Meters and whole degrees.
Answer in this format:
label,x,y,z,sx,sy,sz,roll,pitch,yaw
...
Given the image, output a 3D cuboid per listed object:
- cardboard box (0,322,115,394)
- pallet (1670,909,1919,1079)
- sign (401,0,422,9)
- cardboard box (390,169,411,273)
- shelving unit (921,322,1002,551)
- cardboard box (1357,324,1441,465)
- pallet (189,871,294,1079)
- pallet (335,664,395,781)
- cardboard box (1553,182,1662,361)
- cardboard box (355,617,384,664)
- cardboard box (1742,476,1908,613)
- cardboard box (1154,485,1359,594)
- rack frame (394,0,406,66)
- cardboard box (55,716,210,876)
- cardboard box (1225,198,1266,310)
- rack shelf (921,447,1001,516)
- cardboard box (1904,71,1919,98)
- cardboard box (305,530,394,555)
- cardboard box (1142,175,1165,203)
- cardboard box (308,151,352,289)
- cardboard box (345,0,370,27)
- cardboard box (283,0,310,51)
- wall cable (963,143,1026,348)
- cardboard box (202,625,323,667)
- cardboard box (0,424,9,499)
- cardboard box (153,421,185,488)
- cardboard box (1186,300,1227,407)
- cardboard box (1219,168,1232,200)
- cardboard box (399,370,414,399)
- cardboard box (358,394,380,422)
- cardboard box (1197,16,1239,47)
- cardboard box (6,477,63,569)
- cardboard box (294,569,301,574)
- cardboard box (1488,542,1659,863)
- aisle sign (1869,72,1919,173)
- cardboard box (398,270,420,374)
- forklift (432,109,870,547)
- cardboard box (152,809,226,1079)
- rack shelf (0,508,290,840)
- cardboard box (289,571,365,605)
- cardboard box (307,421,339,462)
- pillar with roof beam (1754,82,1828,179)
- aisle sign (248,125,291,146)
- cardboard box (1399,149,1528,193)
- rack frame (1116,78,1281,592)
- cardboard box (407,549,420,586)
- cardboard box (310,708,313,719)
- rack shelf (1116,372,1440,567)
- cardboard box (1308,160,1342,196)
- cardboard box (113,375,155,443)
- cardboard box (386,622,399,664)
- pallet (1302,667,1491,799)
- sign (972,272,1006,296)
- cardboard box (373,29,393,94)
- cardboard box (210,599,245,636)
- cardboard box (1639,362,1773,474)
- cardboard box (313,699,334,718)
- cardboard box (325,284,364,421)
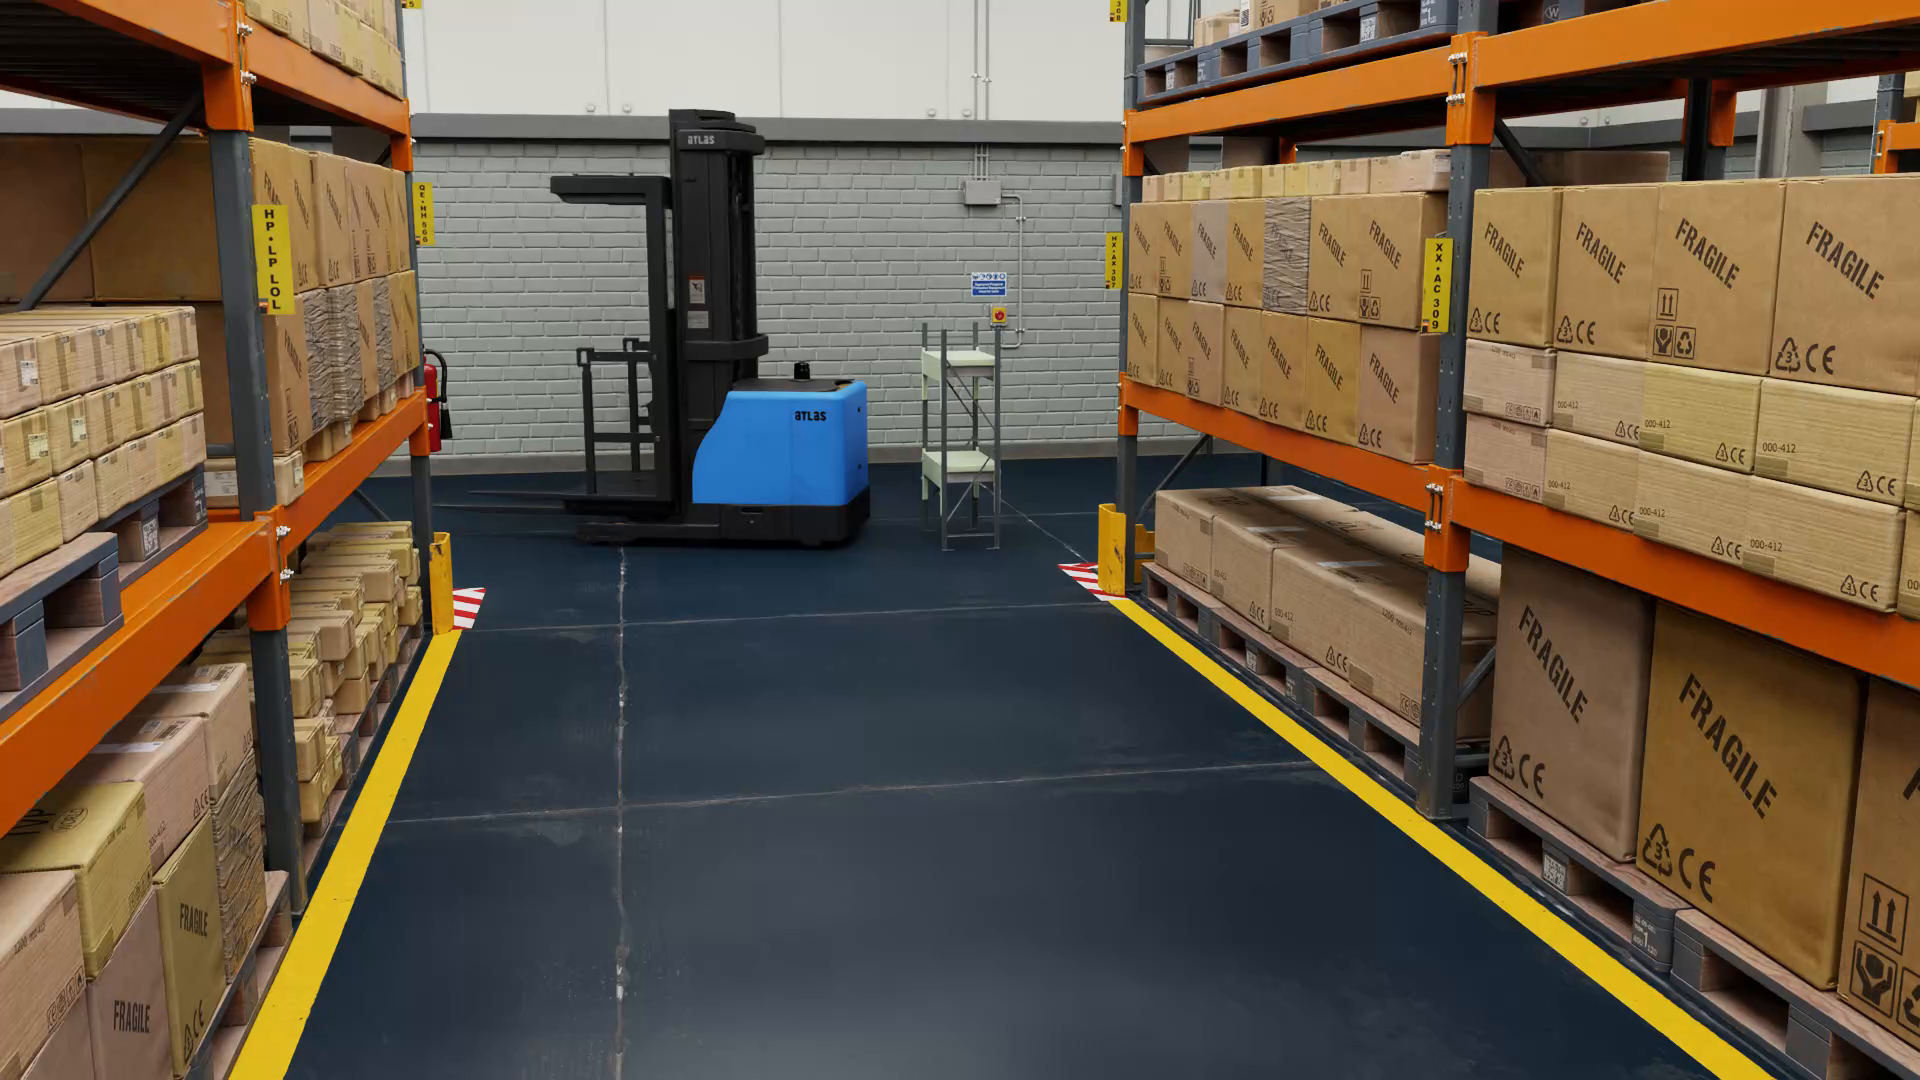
label,x,y,z,sx,sy,sz,roll,pitch,yaw
cardboard box,-2.189,-0.418,3.826,0.380,0.149,0.250,-2,11,-11
pallet,2.689,1.280,4.405,1.003,0.211,1.213,-2,11,-11
sign,-2.841,-2.913,8.586,0.100,0.325,0.005,-2,11,-11
cardboard box,-3.057,-1.599,8.339,0.500,0.500,0.500,-2,11,-12
shelving unit,0.001,-0.736,11.550,0.431,1.500,0.755,-2,11,-11
cardboard box,1.883,-0.577,6.440,0.500,0.500,0.500,-2,11,-10
pallet,-2.459,1.259,4.519,1.003,0.211,1.213,-2,11,-11
pallet,-3.018,0.770,7.087,1.003,0.211,1.213,-2,11,-11
cardboard box,2.154,-0.809,4.985,0.500,0.500,0.500,-2,11,-11
cardboard box,-2.678,0.434,7.101,0.380,0.149,0.250,-2,11,-10
cardboard box,2.325,-0.007,4.112,0.500,0.250,0.500,-2,11,-12
cardboard box,1.673,-0.016,9.489,0.875,0.438,0.875,-3,11,-13
rack frame,-3.390,-3.935,8.302,1.000,3.000,0.127,-2,11,-11
cardboard box,-2.132,0.622,3.965,0.500,0.250,0.500,-2,11,-8
cardboard box,1.573,-1.348,7.814,0.500,0.500,0.500,-2,11,-11
rack shelf,0.001,-0.415,11.611,0.431,0.370,0.720,-2,11,-11
cardboard box,6.133,-2.822,10.084,0.500,0.250,0.500,-2,11,-12
cardboard box,-3.046,0.050,8.320,0.380,0.149,0.250,-2,11,-10
cardboard box,1.244,-1.970,9.347,0.380,0.149,0.250,-2,11,-10
cardboard box,-2.644,-1.220,6.347,0.500,0.500,0.500,-2,11,-10
cardboard box,-2.853,-2.370,7.168,0.500,0.250,0.500,-2,11,-10
cardboard box,-2.549,-1.840,5.719,0.500,0.250,0.500,-2,11,-12
wall cable,0.327,-2.734,15.237,0.585,1.953,0.123,-2,11,-11
cardboard box,-2.642,0.433,6.309,0.380,0.149,0.250,-2,11,-12
cardboard box,-2.039,-0.131,3.114,0.380,0.149,0.250,-2,11,-9
cardboard box,-2.289,-0.224,4.397,0.380,0.149,0.250,-2,11,-11
cardboard box,1.465,-0.951,8.403,0.500,0.500,0.500,-2,11,-11
cardboard box,1.482,-1.731,8.094,0.380,0.149,0.250,-2,11,-10
cardboard box,-3.049,-0.815,8.626,0.380,0.149,0.250,-2,11,-11
cardboard box,-2.879,-0.627,7.639,0.380,0.149,0.250,-3,11,-14
cardboard box,1.432,-2.584,8.508,0.380,0.149,0.250,-2,11,-9
cardboard box,-2.084,-0.032,3.393,0.380,0.149,0.250,-2,11,-9
cardboard box,-3.540,0.166,8.508,0.380,0.149,0.250,-2,11,-9
cardboard box,2.423,0.496,5.629,0.875,0.875,0.875,-2,11,-9
aisle sign,6.013,-2.646,10.624,0.394,0.787,0.004,-2,11,-11
cardboard box,-3.050,-1.110,8.442,0.500,0.500,0.500,-2,11,-10
forklift,-2.214,-1.492,11.697,3.031,2.935,1.130,1,11,7
cardboard box,-2.121,0.988,4.043,0.500,0.500,0.500,-2,11,-12
rack shelf,-2.223,0.466,3.148,1.077,0.370,4.000,-2,11,-11
cardboard box,-2.833,0.243,7.309,0.380,0.149,0.250,-3,11,-13
cardboard box,-2.604,-0.385,6.367,0.380,0.149,0.250,-2,11,-10
pillar with roof beam,2.451,-4.685,12.245,9.100,9.000,0.400,-2,11,-11
aisle sign,-3.698,-2.267,8.633,0.394,0.787,0.004,-2,11,-11
cardboard box,1.852,-1.356,6.124,0.380,0.149,0.250,-2,11,-12
rack frame,1.446,-1.186,9.906,1.000,3.000,0.127,-2,11,-11
cardboard box,-3.007,0.147,8.608,0.380,0.149,0.250,-2,11,-13
cardboard box,-2.588,0.629,6.073,0.380,0.149,0.250,-2,11,-11
rack shelf,1.835,-0.466,8.046,1.077,0.370,4.000,-2,11,-11
cardboard box,1.718,-1.545,7.116,0.380,0.149,0.250,-2,11,-11
cardboard box,-2.243,-0.323,4.126,0.380,0.149,0.250,-2,11,-9
cardboard box,-2.795,0.480,7.654,0.380,0.149,0.250,-3,11,-14
pallet,2.153,0.775,7.060,1.003,0.211,1.213,-2,11,-11
sign,0.267,-2.362,15.359,0.327,0.218,0.001,-2,11,-11
cardboard box,-2.935,-2.220,7.718,0.500,0.250,0.500,-2,11,-11
cardboard box,-3.203,0.306,6.976,0.380,0.149,0.250,-2,11,-11
cardboard box,2.234,-0.345,4.552,0.500,0.250,0.500,-2,11,-10
cardboard box,-2.617,0.725,6.369,0.380,0.149,0.250,-2,11,-12
cardboard box,-2.627,-0.733,6.464,0.500,0.500,0.500,-2,11,-12
